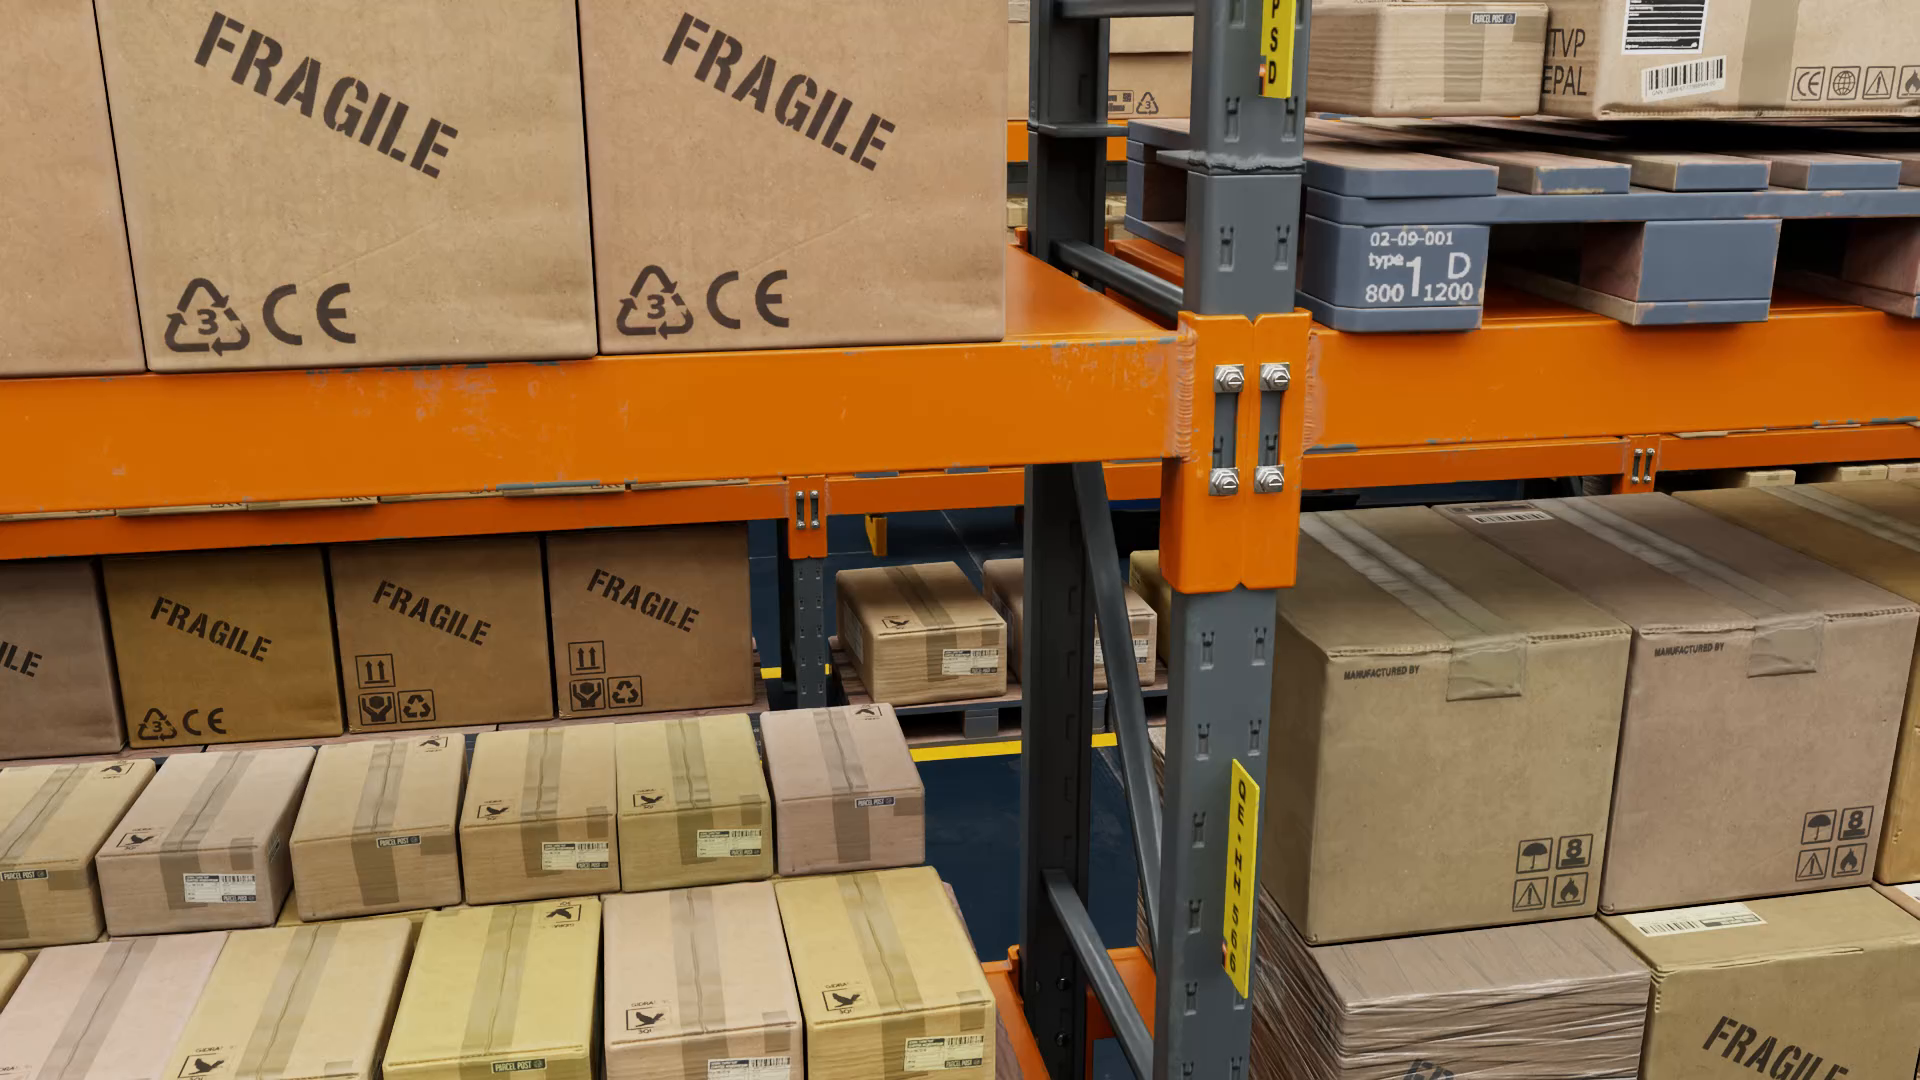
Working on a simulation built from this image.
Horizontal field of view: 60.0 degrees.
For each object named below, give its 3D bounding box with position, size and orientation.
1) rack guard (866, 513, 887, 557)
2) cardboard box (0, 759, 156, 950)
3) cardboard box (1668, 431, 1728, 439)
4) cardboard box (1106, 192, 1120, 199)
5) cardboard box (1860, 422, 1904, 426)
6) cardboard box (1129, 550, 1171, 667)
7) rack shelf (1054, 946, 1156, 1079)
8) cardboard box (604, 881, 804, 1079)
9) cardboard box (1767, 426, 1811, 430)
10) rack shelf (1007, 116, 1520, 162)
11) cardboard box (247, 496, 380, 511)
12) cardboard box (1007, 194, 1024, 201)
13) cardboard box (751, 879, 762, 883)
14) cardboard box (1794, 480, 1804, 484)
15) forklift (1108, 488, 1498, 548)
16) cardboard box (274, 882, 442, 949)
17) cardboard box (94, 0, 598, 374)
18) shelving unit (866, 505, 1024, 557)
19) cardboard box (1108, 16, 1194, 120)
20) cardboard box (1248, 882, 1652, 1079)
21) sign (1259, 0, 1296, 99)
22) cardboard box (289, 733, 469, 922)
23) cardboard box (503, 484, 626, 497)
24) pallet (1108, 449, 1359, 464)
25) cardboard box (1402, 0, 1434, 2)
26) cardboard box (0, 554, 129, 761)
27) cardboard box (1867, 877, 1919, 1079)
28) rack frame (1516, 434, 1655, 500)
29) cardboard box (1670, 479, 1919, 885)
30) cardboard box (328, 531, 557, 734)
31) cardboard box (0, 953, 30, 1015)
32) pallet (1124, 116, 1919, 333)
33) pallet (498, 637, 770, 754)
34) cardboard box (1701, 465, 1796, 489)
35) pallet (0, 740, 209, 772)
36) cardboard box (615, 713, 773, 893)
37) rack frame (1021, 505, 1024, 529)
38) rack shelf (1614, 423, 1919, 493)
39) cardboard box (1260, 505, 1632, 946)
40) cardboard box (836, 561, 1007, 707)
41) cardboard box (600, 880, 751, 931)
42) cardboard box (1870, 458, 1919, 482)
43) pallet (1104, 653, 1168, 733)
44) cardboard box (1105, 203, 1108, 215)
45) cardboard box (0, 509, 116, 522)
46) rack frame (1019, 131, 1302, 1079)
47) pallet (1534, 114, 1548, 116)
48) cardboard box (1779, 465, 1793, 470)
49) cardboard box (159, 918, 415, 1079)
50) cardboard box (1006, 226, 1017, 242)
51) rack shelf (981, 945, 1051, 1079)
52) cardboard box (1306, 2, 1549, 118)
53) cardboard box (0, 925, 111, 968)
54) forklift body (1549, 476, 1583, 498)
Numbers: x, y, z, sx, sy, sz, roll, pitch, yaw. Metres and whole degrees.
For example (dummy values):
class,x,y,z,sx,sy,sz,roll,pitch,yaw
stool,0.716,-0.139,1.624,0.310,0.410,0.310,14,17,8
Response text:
class,x,y,z,sx,sy,sz,roll,pitch,yaw
rack guard,-0.541,-0.102,10.717,0.087,0.250,0.587,-2,17,-8
cardboard box,-1.503,0.512,2.737,0.250,0.149,0.380,-3,17,-9
cardboard box,3.537,-0.616,8.136,0.250,0.149,0.380,-3,17,-11
cardboard box,1.070,-2.608,12.920,0.250,0.149,0.380,-3,17,-11
cardboard box,4.536,-0.696,8.398,0.250,0.149,0.380,-3,17,-11
cardboard box,1.265,0.355,8.309,0.625,0.372,0.950,-3,17,-9
rack shelf,2.242,1.066,3.459,4.000,0.370,1.077,-3,17,-10
cardboard box,-0.363,0.641,2.316,0.250,0.149,0.380,-3,17,-11
cardboard box,4.030,-0.669,8.308,0.250,0.149,0.380,-3,17,-11
rack shelf,1.203,-1.790,7.646,4.000,0.370,1.077,-3,17,-10
cardboard box,-2.699,-0.321,7.002,0.500,0.250,0.500,-4,17,-11
cardboard box,0.330,-2.570,12.797,0.250,0.149,0.380,-3,17,-10
cardboard box,-0.463,0.734,3.026,0.250,0.149,0.380,-2,17,-8
cardboard box,4.321,-0.044,8.537,0.500,0.500,0.500,-3,17,-8
forklift,1.995,-1.488,10.665,3.031,2.935,1.130,-3,17,-8
cardboard box,-1.010,0.625,2.874,0.250,0.149,0.380,-3,17,-10
cardboard box,-0.723,-0.512,2.090,0.500,0.500,0.500,-3,17,-10
shelving unit,-0.048,-0.720,10.603,1.083,1.500,0.587,-2,17,-8
cardboard box,0.732,-2.165,7.466,0.637,0.503,0.797,-3,17,-10
cardboard box,0.770,0.838,2.804,0.500,0.500,0.500,-3,17,-10
sign,0.379,-0.691,1.965,0.005,0.325,0.100,-3,17,-10
cardboard box,-0.978,0.481,2.837,0.250,0.149,0.380,-4,18,-13
cardboard box,-1.706,-0.381,7.197,0.500,0.250,0.500,-3,17,-9
pallet,1.176,-0.619,8.044,1.213,0.211,1.003,-3,17,-10
cardboard box,0.824,-0.834,2.823,0.250,0.166,0.380,-3,17,-10
cardboard box,-4.094,0.392,7.331,0.875,0.875,0.875,-3,17,-9
cardboard box,1.764,0.781,2.990,0.500,0.500,0.500,-3,17,-10
rack frame,3.167,-0.811,8.343,0.127,3.000,1.000,-3,17,-10
cardboard box,1.720,0.227,3.089,0.500,0.500,0.700,-4,17,-11
cardboard box,-2.331,0.290,7.663,0.875,0.875,0.875,-3,17,-10
cardboard box,-1.386,0.699,2.127,0.250,0.149,0.380,-2,17,-8
pallet,0.900,-0.562,2.744,1.003,0.211,1.213,-2,17,-8
pallet,-1.549,0.767,7.955,1.213,0.211,1.003,-3,17,-10
cardboard box,3.932,-0.311,8.300,0.250,0.149,0.380,-3,17,-10
pallet,-3.944,0.903,7.513,1.213,0.211,1.003,-3,17,-10
cardboard box,-0.476,0.454,2.925,0.250,0.149,0.380,-4,17,-12
rack frame,0.464,-0.743,10.675,0.032,1.500,0.500,-2,17,-8
rack shelf,5.131,-0.579,8.812,4.000,0.370,1.077,-3,17,-10
cardboard box,0.721,0.285,2.901,0.500,0.500,0.700,-3,17,-11
cardboard box,-0.204,0.439,8.035,0.625,0.372,0.950,-4,18,-14
cardboard box,-0.501,0.595,2.972,0.250,0.149,0.380,-2,17,-8
cardboard box,4.700,-0.356,8.447,0.250,0.149,0.380,-2,17,-7
pallet,1.203,0.635,8.386,1.213,0.211,1.003,-3,17,-10
cardboard box,0.926,-2.449,12.402,0.250,0.149,0.380,-4,17,-12
cardboard box,-3.698,-0.271,6.842,0.500,0.250,0.500,-4,17,-12
rack frame,0.278,0.833,2.990,0.127,3.000,1.000,-3,17,-10
pallet,2.541,-2.151,7.919,1.003,0.211,1.213,-3,17,-10
cardboard box,4.196,-0.195,9.029,0.500,0.500,0.500,-3,17,-9
cardboard box,-0.882,0.671,2.216,0.250,0.149,0.380,-3,17,-9
cardboard box,0.282,-2.228,12.360,0.500,0.250,0.500,-3,17,-10
rack shelf,-1.686,1.288,2.733,4.000,0.370,1.077,-3,17,-10
cardboard box,0.636,-0.702,2.421,0.250,0.149,0.380,-4,18,-13
cardboard box,-1.499,0.651,2.788,0.250,0.149,0.380,-3,17,-11
forklift body,4.633,-1.427,11.795,1.214,2.155,2.313,-3,17,-10
